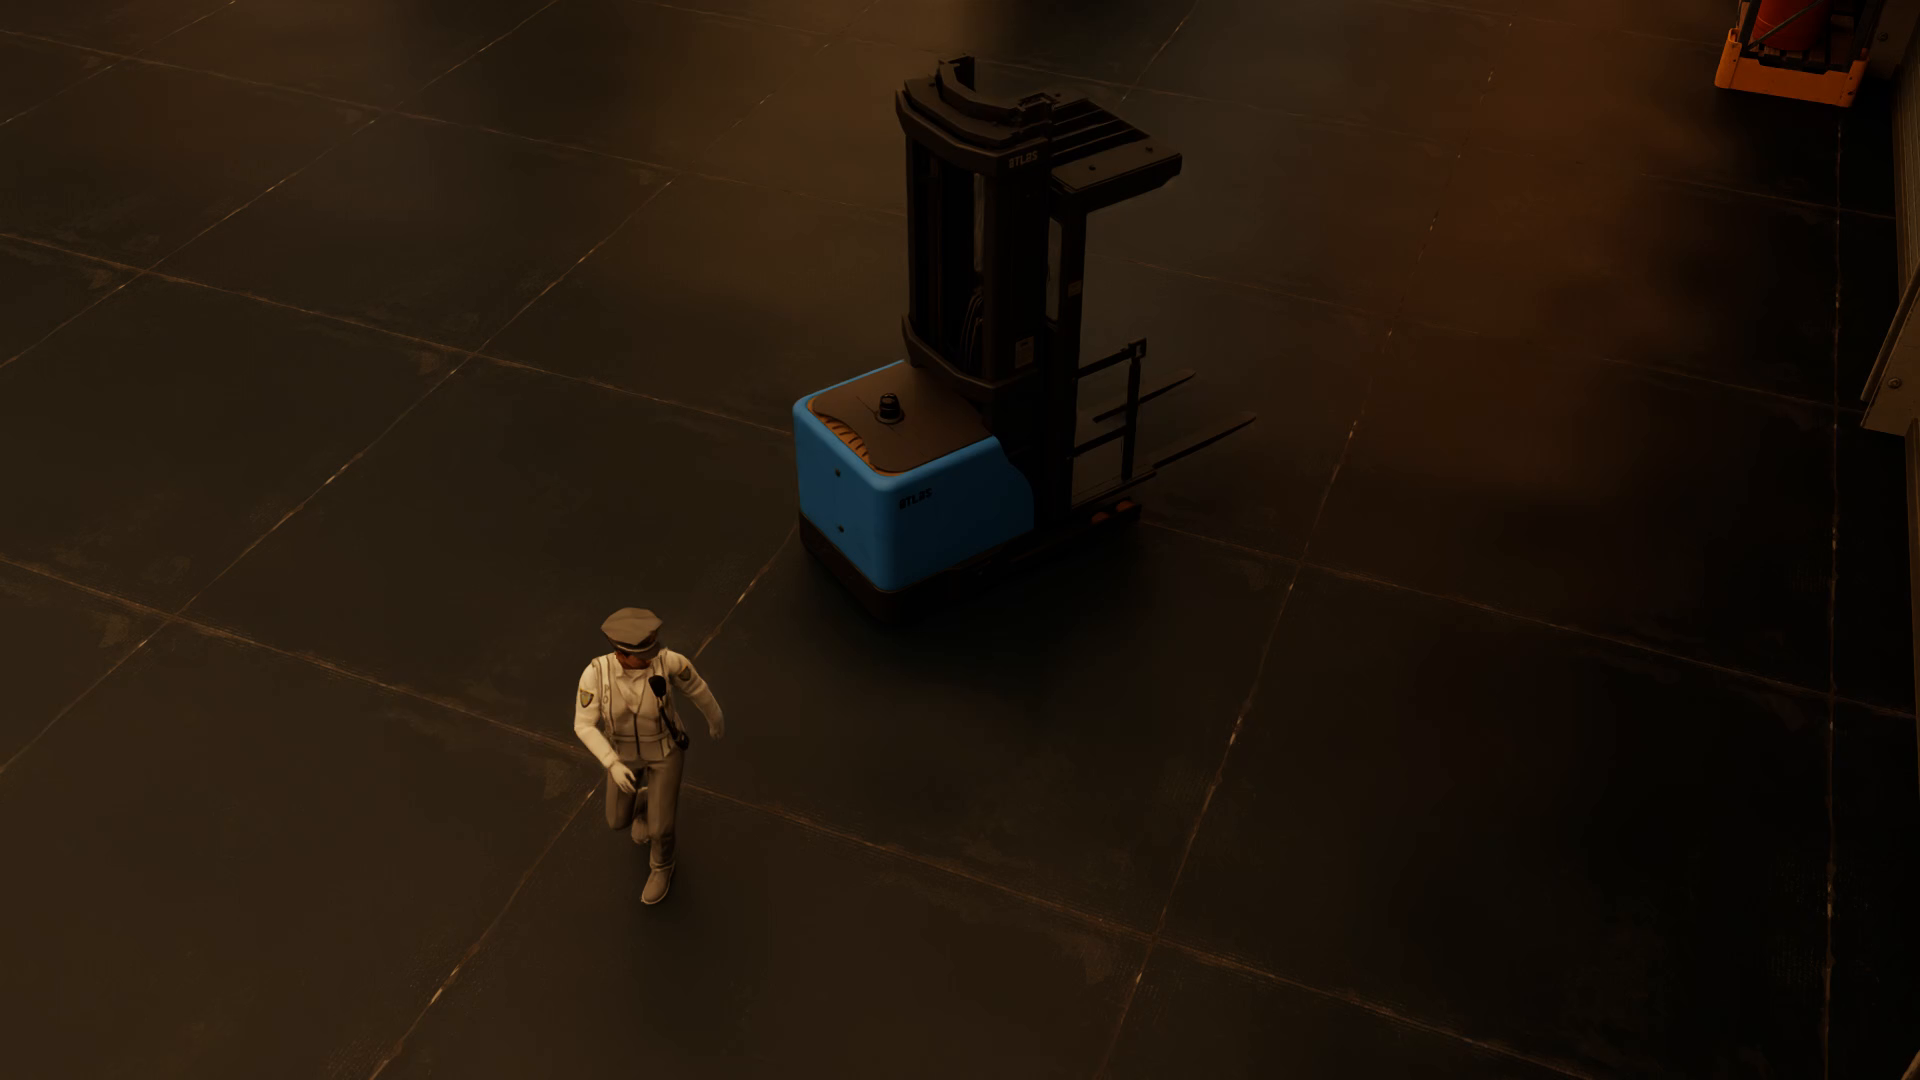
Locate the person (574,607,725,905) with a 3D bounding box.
[{"bbox_3d":[-1.458,1.002,7.849,0.620,1.612,0.593,3,40,3],"label":"person"}]

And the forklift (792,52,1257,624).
[{"bbox_3d":[0.518,-1.389,9.666,3.031,2.935,1.130,-24,46,-26],"label":"forklift"}]
